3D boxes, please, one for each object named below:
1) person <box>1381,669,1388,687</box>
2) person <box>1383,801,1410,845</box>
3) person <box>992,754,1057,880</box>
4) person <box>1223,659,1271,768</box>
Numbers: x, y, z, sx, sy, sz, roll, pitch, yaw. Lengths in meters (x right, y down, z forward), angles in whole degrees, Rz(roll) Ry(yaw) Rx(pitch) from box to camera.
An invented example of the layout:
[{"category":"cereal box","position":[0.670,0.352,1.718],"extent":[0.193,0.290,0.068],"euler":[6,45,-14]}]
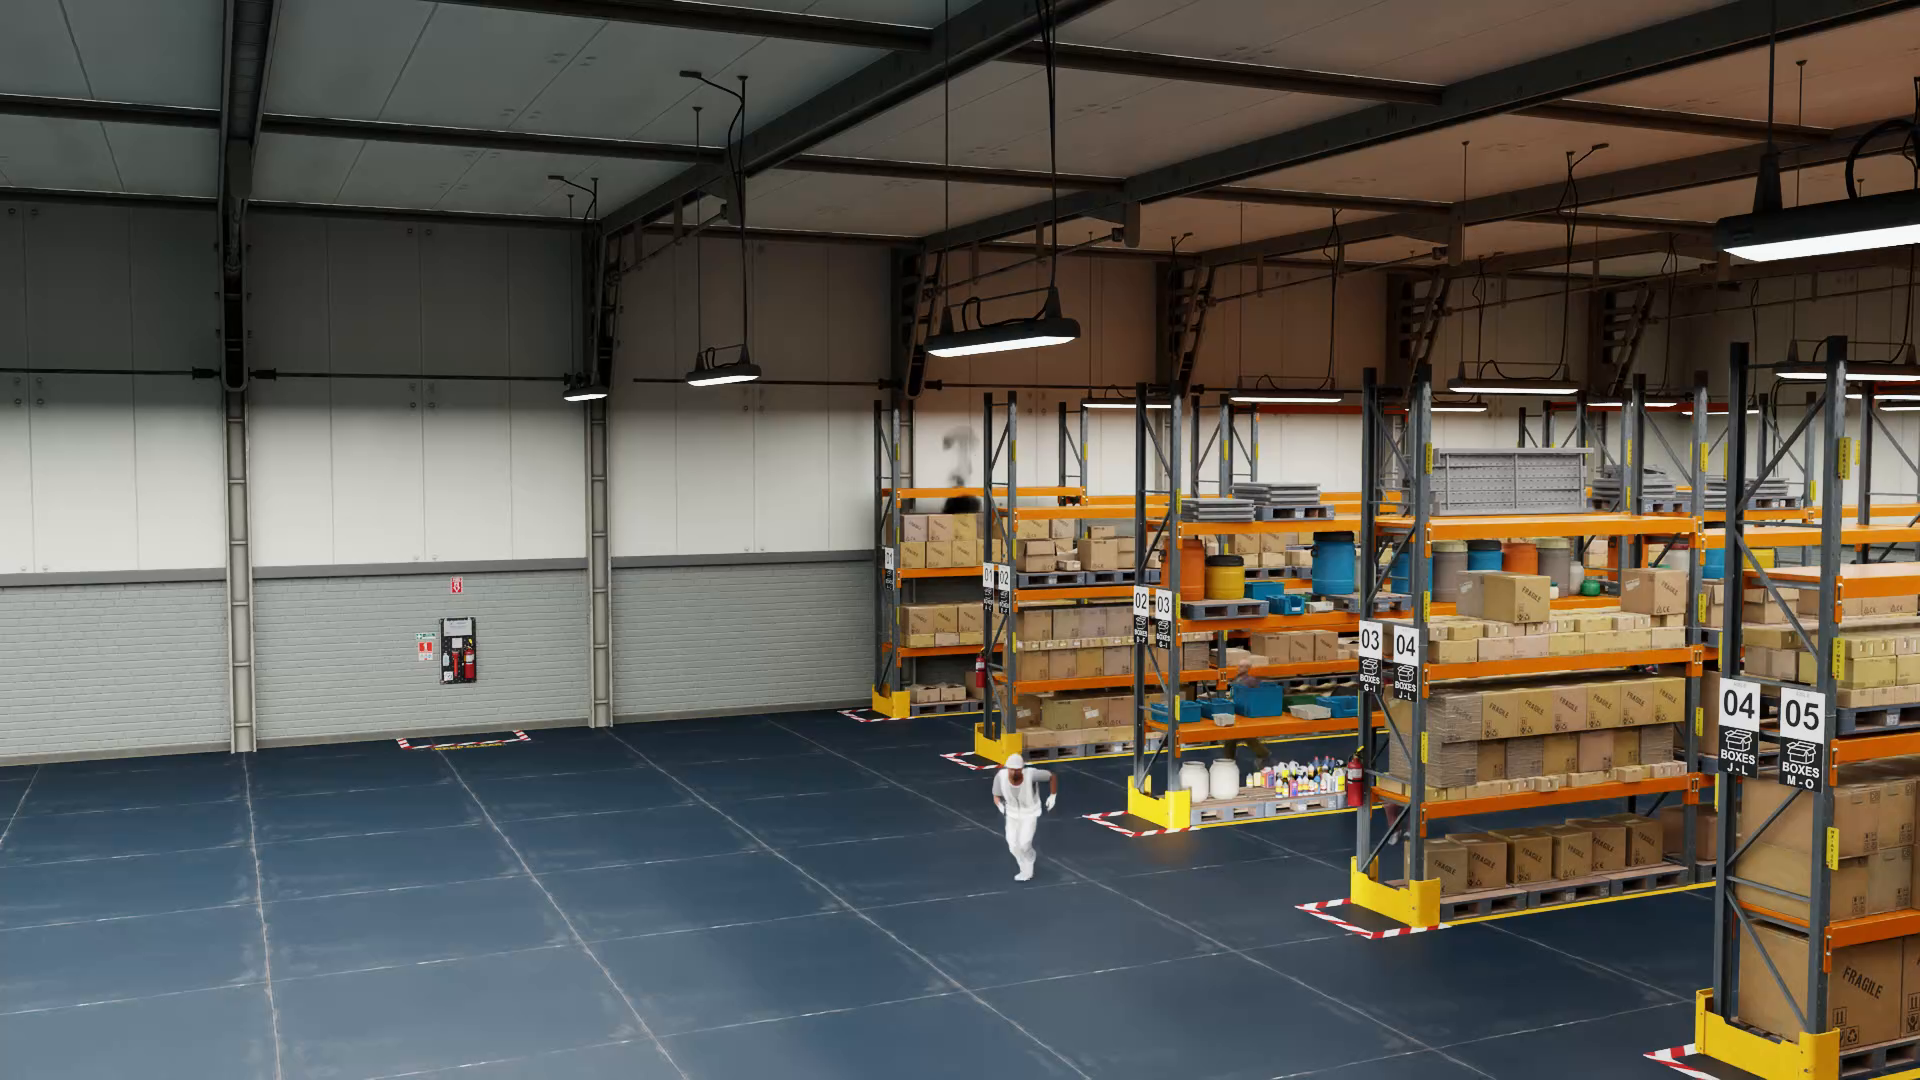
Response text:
[{"category":"person","position":[8.424,2.380,32.810],"extent":[0.786,1.777,0.647],"euler":[-1,3,-18]},{"category":"person","position":[5.747,3.092,21.454],"extent":[0.555,1.701,0.705],"euler":[3,4,41]},{"category":"person","position":[0.749,3.234,19.321],"extent":[0.720,1.592,0.893],"euler":[1,3,17]},{"category":"person","position":[4.431,2.850,25.961],"extent":[1.047,1.604,0.703],"euler":[-2,4,-33]}]
